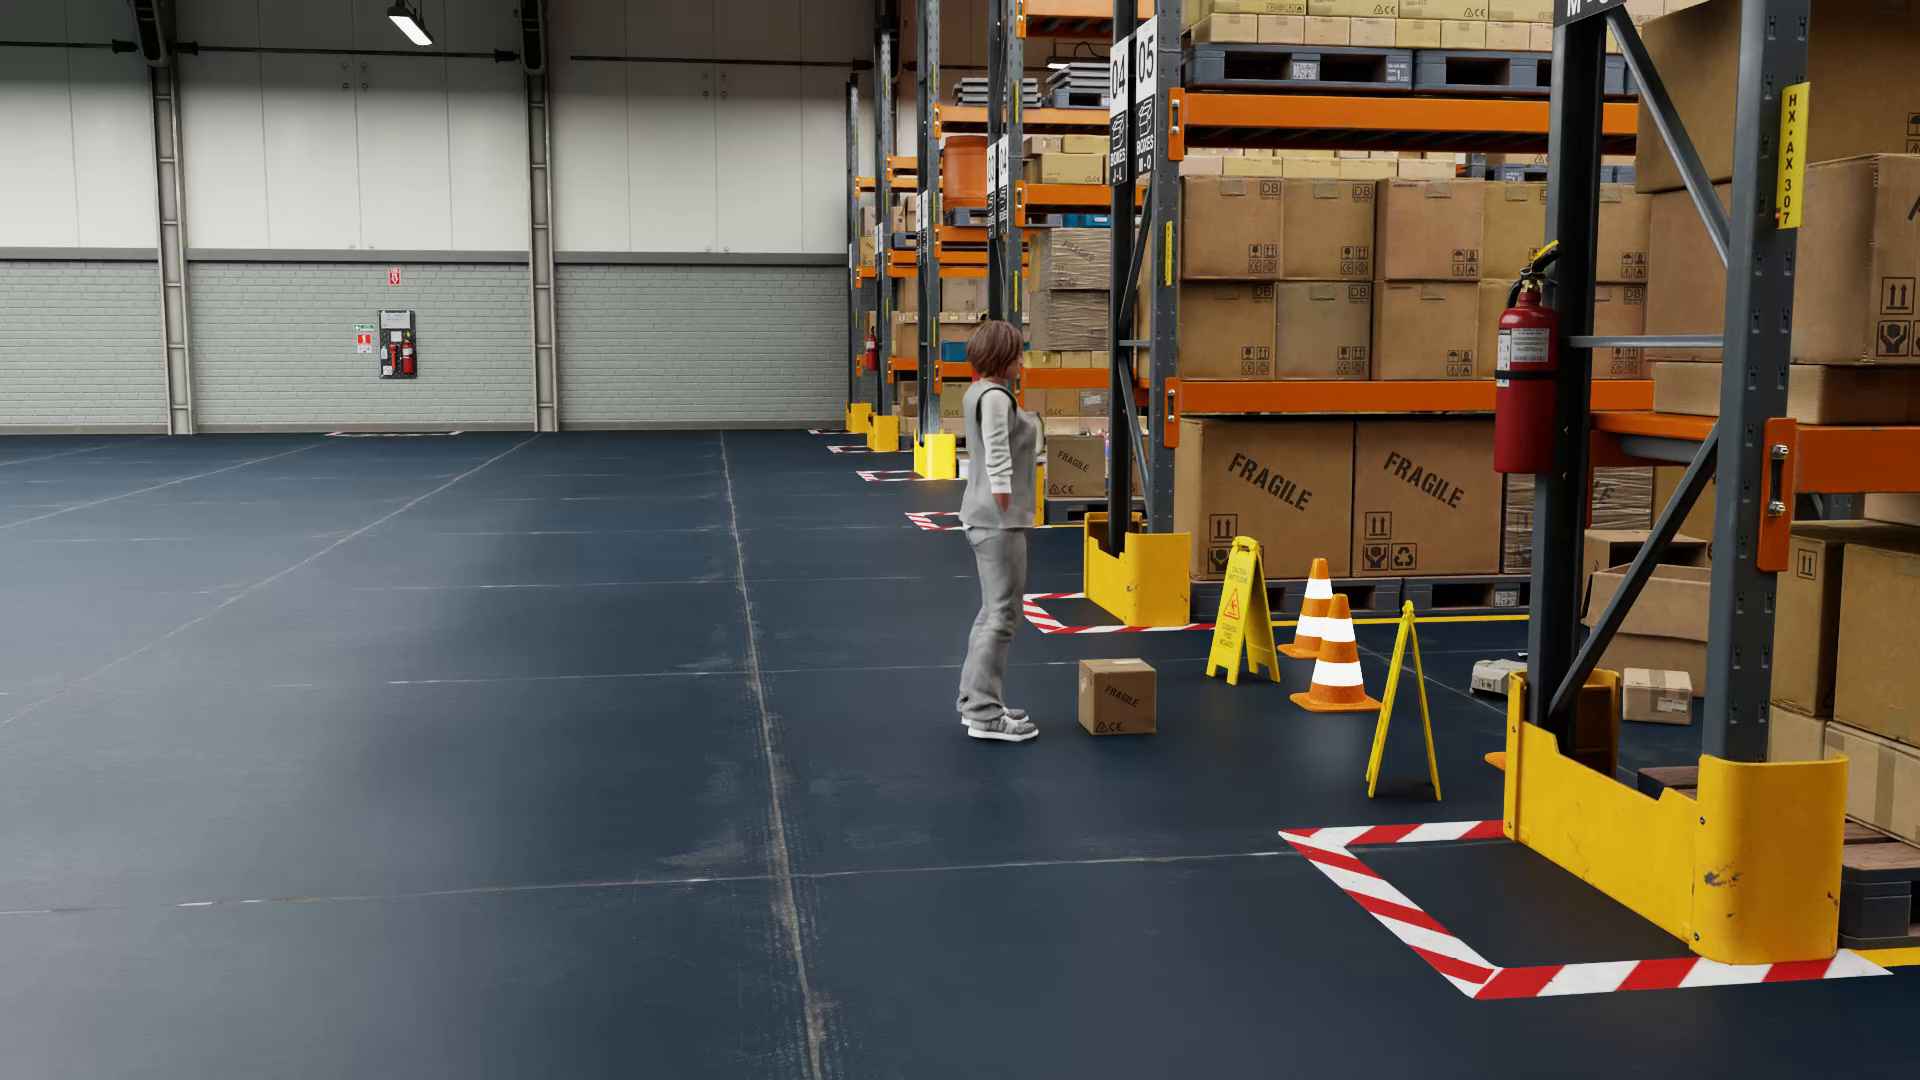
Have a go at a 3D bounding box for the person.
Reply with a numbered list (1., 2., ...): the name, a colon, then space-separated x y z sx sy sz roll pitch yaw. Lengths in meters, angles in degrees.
1. person: 0.143 -0.043 6.412 0.307 1.596 0.406 -1 7 -7
